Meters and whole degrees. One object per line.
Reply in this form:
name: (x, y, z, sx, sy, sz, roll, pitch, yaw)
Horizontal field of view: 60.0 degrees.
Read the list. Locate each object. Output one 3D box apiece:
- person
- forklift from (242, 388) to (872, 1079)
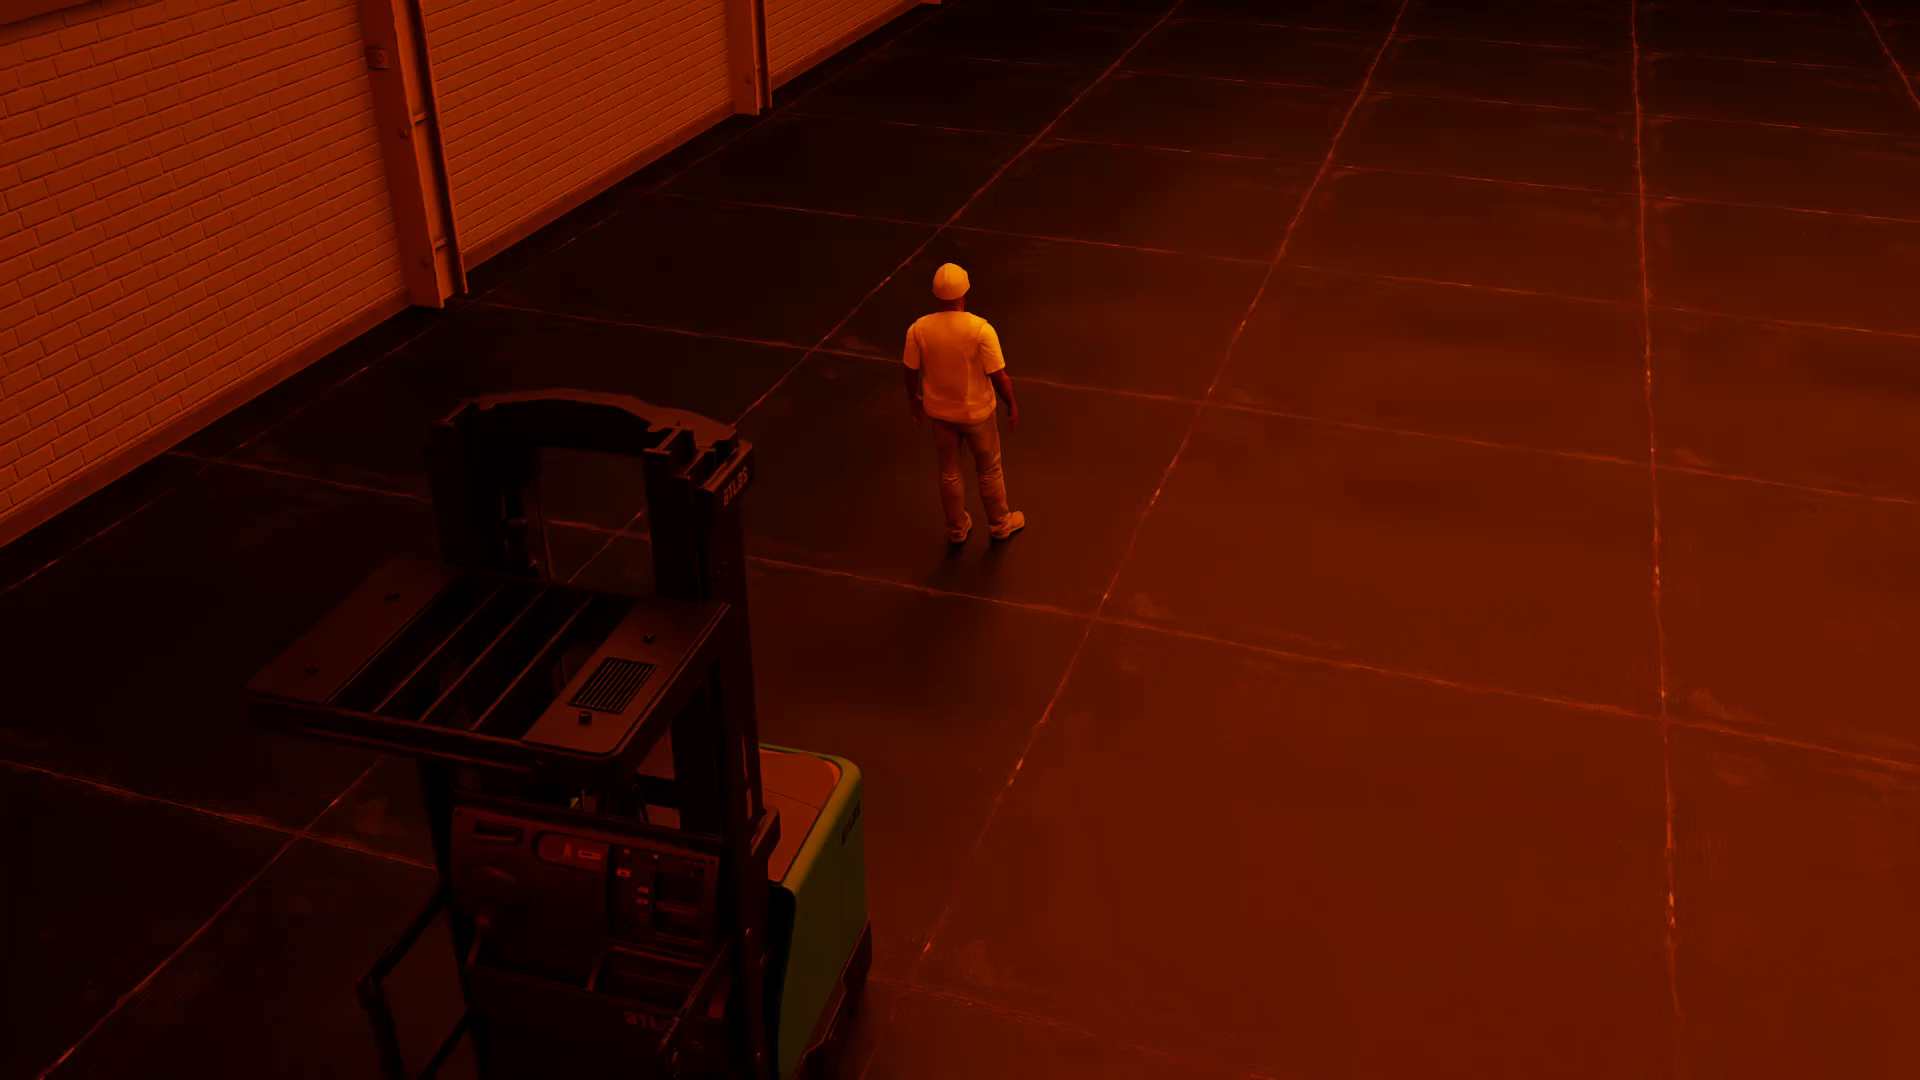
person: (0.029, -0.805, 9.710, 0.665, 1.765, 0.577, 10, 31, 16)
forklift: (-1.257, 1.147, 5.125, 1.130, 2.935, 3.031, 8, 31, 14)
